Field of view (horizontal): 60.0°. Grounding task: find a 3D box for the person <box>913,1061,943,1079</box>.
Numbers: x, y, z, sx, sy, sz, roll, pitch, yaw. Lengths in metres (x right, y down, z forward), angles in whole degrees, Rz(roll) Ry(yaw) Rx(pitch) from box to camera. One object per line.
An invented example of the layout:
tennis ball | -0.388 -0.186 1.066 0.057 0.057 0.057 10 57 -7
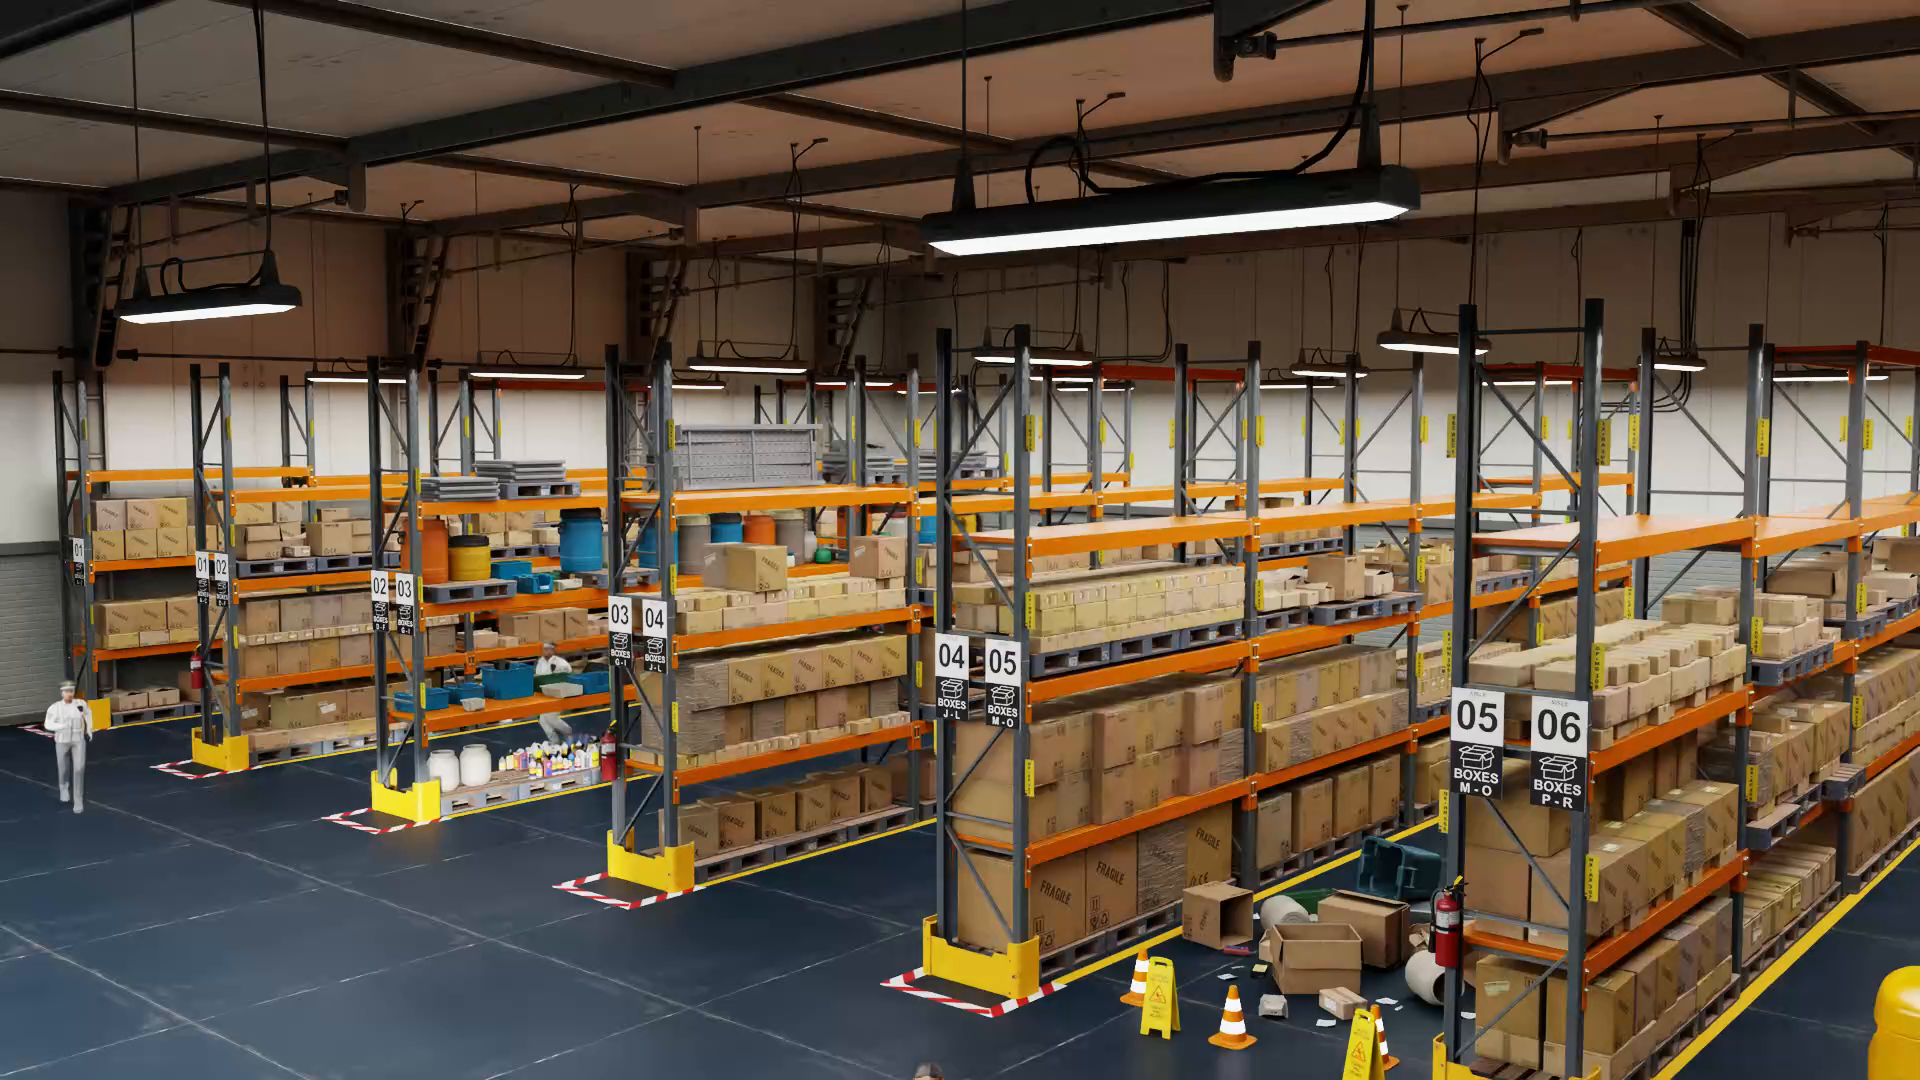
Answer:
person | -0.159 3.703 9.722 0.608 1.612 0.973 0 4 0

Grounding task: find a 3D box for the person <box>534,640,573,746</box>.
person | -6.419 2.421 26.047 0.686 1.754 0.572 2 5 27

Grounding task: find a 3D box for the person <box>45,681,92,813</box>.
person | -11.838 2.708 22.110 0.589 1.715 0.883 -3 5 -33
